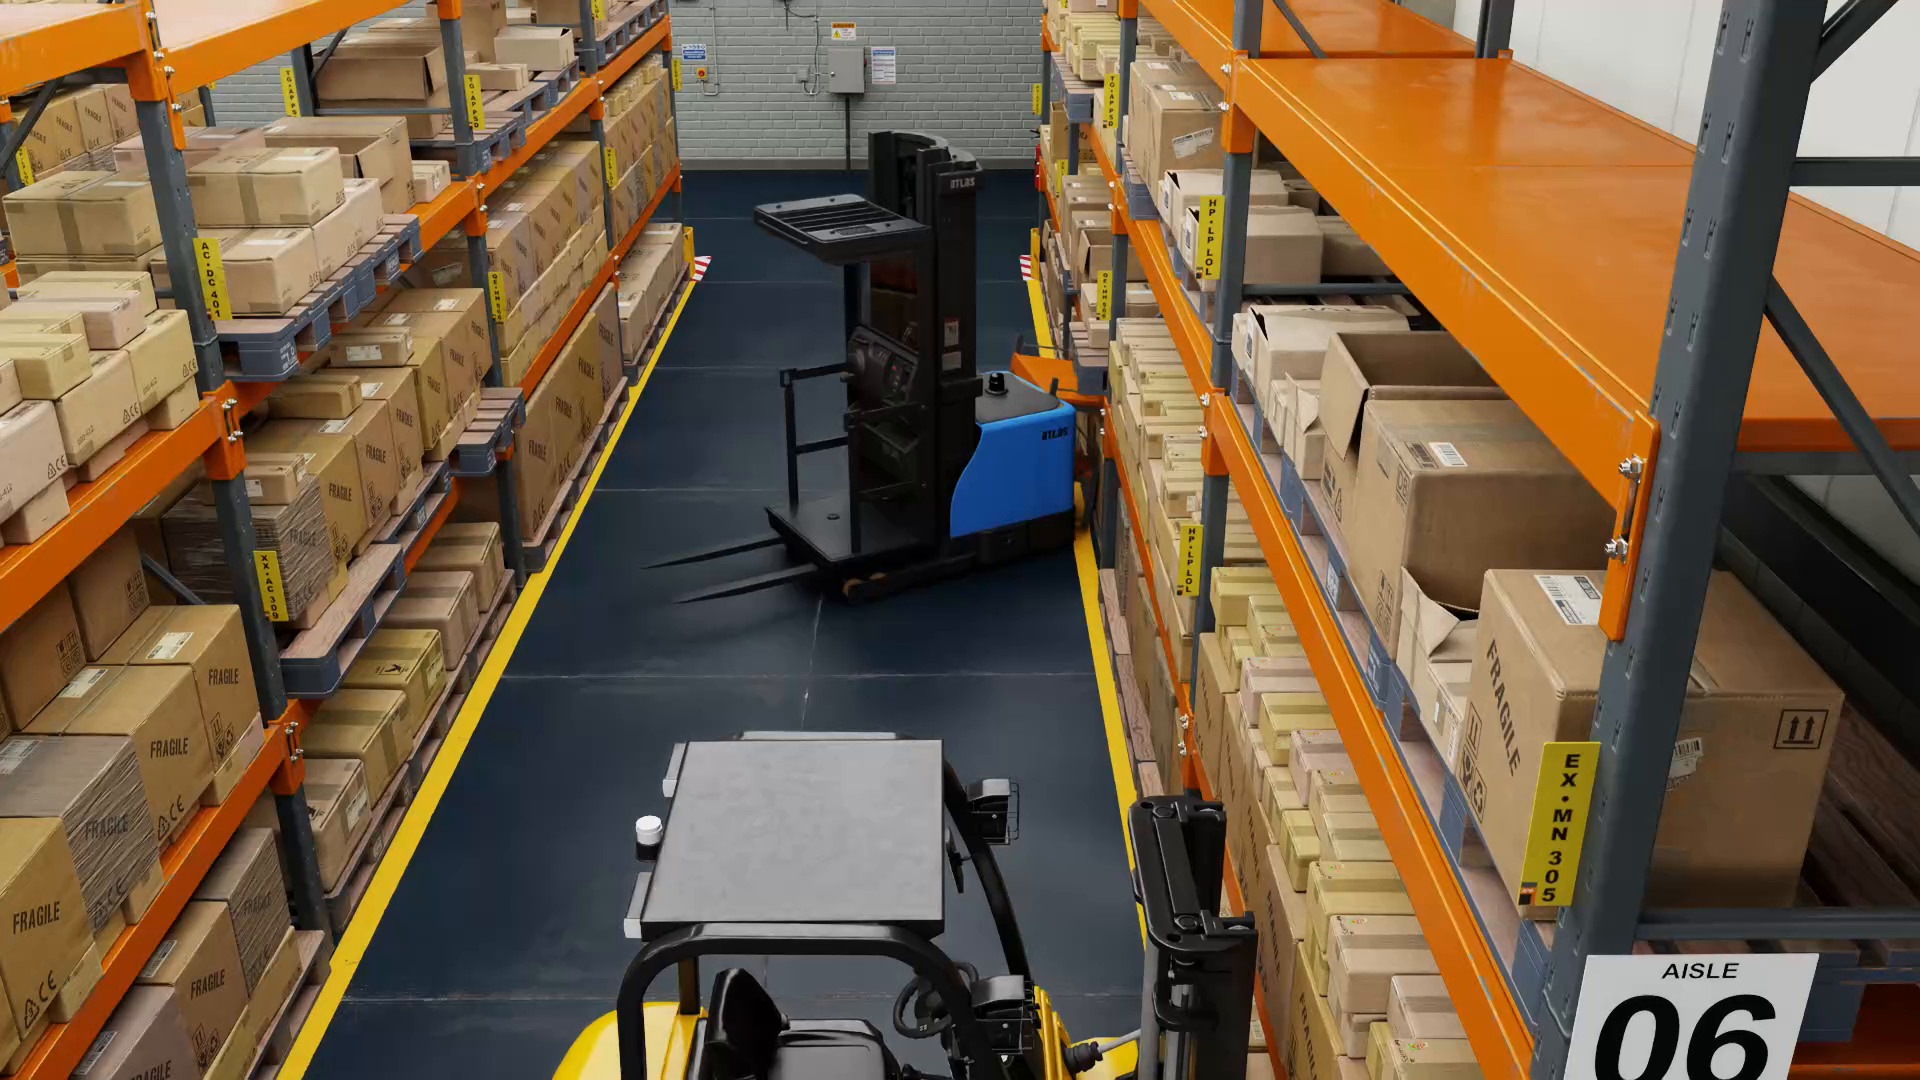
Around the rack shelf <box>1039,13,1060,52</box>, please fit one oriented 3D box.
[{"bbox_3d":[1.403,-4.588,15.871,1.077,0.370,4.000,0,24,-1],"label":"rack shelf"}]

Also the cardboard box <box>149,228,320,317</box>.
[{"bbox_3d":[-3.057,-1.137,7.039,0.500,0.250,0.500,-1,24,-2],"label":"cardboard box"}]

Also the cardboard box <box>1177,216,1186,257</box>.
[{"bbox_3d":[1.196,-1.369,7.555,0.380,0.149,0.250,0,24,-1],"label":"cardboard box"}]

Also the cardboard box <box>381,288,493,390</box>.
[{"bbox_3d":[-3.212,-1.239,10.241,0.500,0.500,0.500,-1,24,-2],"label":"cardboard box"}]

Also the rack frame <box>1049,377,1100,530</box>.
[{"bbox_3d":[0.791,-0.610,11.965,0.500,1.125,0.032,5,23,-16],"label":"rack frame"}]

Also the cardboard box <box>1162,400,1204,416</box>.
[{"bbox_3d":[1.302,-0.647,9.014,0.380,0.149,0.250,0,24,-1],"label":"cardboard box"}]

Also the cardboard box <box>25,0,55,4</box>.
[{"bbox_3d":[-8.253,-4.568,14.529,0.500,0.250,0.500,0,24,-1],"label":"cardboard box"}]

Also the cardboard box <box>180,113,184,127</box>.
[{"bbox_3d":[-8.268,-4.070,17.011,0.500,0.500,0.500,-1,24,-1],"label":"cardboard box"}]

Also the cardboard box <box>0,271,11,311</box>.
[{"bbox_3d":[-3.774,-0.889,6.156,0.380,0.149,0.250,-1,24,-1],"label":"cardboard box"}]

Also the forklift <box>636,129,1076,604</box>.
[{"bbox_3d":[-0.708,-1.156,11.133,3.031,2.935,1.130,-13,28,-27],"label":"forklift"}]

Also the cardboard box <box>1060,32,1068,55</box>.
[{"bbox_3d":[0.998,-3.982,13.332,0.380,0.149,0.250,0,24,0],"label":"cardboard box"}]

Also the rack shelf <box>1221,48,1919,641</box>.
[{"bbox_3d":[1.534,-0.828,4.402,1.077,0.370,4.000,0,24,-1],"label":"rack shelf"}]

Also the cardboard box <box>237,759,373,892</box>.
[{"bbox_3d":[-3.459,1.385,8.110,0.950,0.372,0.625,0,24,0],"label":"cardboard box"}]

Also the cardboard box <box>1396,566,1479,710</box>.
[{"bbox_3d":[1.240,0.233,3.871,0.396,0.266,0.258,0,24,0],"label":"cardboard box"}]

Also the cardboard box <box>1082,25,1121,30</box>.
[{"bbox_3d":[1.115,-3.799,12.567,0.380,0.149,0.250,0,24,0],"label":"cardboard box"}]

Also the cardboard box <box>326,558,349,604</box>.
[{"bbox_3d":[-3.135,0.186,7.876,0.380,0.149,0.250,0,24,1],"label":"cardboard box"}]

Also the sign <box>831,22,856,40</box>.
[{"bbox_3d":[-1.622,-7.083,23.153,0.339,0.242,0.001,0,24,-1],"label":"sign"}]

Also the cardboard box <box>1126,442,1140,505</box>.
[{"bbox_3d":[1.242,-0.405,9.571,0.500,0.250,0.500,-1,24,-2],"label":"cardboard box"}]

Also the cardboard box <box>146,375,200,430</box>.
[{"bbox_3d":[-3.142,-0.528,6.326,0.380,0.149,0.250,0,24,0],"label":"cardboard box"}]

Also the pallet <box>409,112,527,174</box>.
[{"bbox_3d":[-3.555,-2.599,10.828,1.213,0.211,1.003,1,24,2],"label":"pallet"}]

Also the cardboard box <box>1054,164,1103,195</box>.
[{"bbox_3d":[1.163,-3.413,15.860,0.500,0.250,0.500,0,24,-1],"label":"cardboard box"}]

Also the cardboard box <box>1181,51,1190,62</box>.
[{"bbox_3d":[1.721,-3.265,11.410,0.380,0.149,0.250,0,24,-1],"label":"cardboard box"}]

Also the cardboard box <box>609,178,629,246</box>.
[{"bbox_3d":[-3.282,-2.941,14.875,0.500,0.500,0.500,1,24,1],"label":"cardboard box"}]

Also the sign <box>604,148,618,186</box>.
[{"bbox_3d":[-2.996,-3.199,14.258,0.100,0.325,0.005,0,24,-1],"label":"sign"}]

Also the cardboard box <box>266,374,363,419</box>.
[{"bbox_3d":[-3.218,-0.715,8.295,0.380,0.149,0.250,1,24,2],"label":"cardboard box"}]

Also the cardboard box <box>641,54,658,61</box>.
[{"bbox_3d":[-3.378,-4.999,17.425,0.380,0.149,0.250,0,24,0],"label":"cardboard box"}]

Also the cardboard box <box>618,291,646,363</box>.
[{"bbox_3d":[-3.438,-1.984,15.480,0.875,0.438,0.875,-1,24,-1],"label":"cardboard box"}]

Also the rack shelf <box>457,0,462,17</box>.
[{"bbox_3d":[-3.517,-4.100,11.638,1.077,0.370,4.000,0,24,-1],"label":"rack shelf"}]

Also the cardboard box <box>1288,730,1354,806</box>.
[{"bbox_3d":[1.312,0.758,5.548,0.380,0.149,0.250,0,24,-1],"label":"cardboard box"}]

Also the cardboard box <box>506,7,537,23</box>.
[{"bbox_3d":[-3.865,-4.505,14.347,0.396,0.266,0.258,1,24,1],"label":"cardboard box"}]

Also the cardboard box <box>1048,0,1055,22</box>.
[{"bbox_3d":[1.132,-5.203,16.178,0.500,0.250,0.500,-1,24,-2],"label":"cardboard box"}]

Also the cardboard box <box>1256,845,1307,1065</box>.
[{"bbox_3d":[1.269,1.341,5.408,0.500,0.500,0.500,0,24,0],"label":"cardboard box"}]

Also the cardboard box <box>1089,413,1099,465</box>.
[{"bbox_3d":[1.246,-0.724,12.618,0.500,0.500,0.500,1,24,2],"label":"cardboard box"}]

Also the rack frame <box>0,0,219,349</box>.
[{"bbox_3d":[-3.451,-2.138,5.941,1.000,3.000,0.127,0,24,-1],"label":"rack frame"}]

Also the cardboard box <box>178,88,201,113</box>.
[{"bbox_3d":[-8.277,-4.735,17.266,0.500,0.500,0.500,-1,24,-2],"label":"cardboard box"}]

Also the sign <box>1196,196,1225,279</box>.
[{"bbox_3d":[0.970,-1.168,6.426,0.100,0.325,0.005,0,24,-1],"label":"sign"}]

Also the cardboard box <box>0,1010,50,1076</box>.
[{"bbox_3d":[-3.172,1.575,5.316,0.380,0.149,0.250,-1,24,-2],"label":"cardboard box"}]

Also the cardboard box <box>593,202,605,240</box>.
[{"bbox_3d":[-3.291,-2.680,13.994,0.500,0.250,0.500,0,24,-1],"label":"cardboard box"}]

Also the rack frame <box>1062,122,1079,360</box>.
[{"bbox_3d":[1.425,-2.725,14.518,1.000,3.000,0.127,0,24,-1],"label":"rack frame"}]

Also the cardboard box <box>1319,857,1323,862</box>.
[{"bbox_3d":[1.321,1.105,5.141,0.380,0.149,0.250,0,24,-1],"label":"cardboard box"}]

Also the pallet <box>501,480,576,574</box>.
[{"bbox_3d":[-3.428,-0.107,12.115,1.003,0.211,1.213,0,24,-1],"label":"pallet"}]

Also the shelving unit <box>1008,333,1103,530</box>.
[{"bbox_3d":[0.683,-0.819,12.416,0.538,1.125,1.048,5,23,-16],"label":"shelving unit"}]

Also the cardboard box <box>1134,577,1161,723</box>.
[{"bbox_3d":[1.484,0.618,9.500,0.875,0.625,0.625,-1,24,-3],"label":"cardboard box"}]

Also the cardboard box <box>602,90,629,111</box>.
[{"bbox_3d":[-3.262,-4.052,15.331,0.380,0.149,0.250,-1,24,-2],"label":"cardboard box"}]

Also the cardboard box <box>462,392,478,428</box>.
[{"bbox_3d":[-3.133,-0.782,10.017,0.380,0.149,0.250,0,24,-1],"label":"cardboard box"}]

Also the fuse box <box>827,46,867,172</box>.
[{"bbox_3d":[-1.565,-6.035,23.401,0.539,1.711,0.414,0,24,-1],"label":"fuse box"}]

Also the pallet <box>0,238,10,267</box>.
[{"bbox_3d":[-8.624,-2.234,13.666,1.003,0.211,1.213,0,24,-1],"label":"pallet"}]

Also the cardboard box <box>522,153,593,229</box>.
[{"bbox_3d":[-3.269,-2.806,13.363,0.500,0.500,0.500,0,24,0],"label":"cardboard box"}]

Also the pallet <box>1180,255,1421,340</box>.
[{"bbox_3d":[1.490,-1.071,7.454,0.805,0.209,1.217,-1,24,-3],"label":"pallet"}]

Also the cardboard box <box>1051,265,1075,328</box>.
[{"bbox_3d":[1.275,-2.393,16.308,0.700,0.500,0.500,-1,24,-3],"label":"cardboard box"}]

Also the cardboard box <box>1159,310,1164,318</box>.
[{"bbox_3d":[1.619,-1.526,11.237,0.500,0.500,0.500,1,24,2],"label":"cardboard box"}]

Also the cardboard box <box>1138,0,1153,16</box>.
[{"bbox_3d":[1.533,-4.304,13.179,0.396,0.266,0.258,0,24,-1],"label":"cardboard box"}]

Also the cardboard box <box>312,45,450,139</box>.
[{"bbox_3d":[-3.650,-2.813,10.437,0.797,0.503,0.637,-2,24,-4],"label":"cardboard box"}]

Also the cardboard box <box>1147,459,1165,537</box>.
[{"bbox_3d":[1.239,-0.212,8.537,0.500,0.250,0.500,0,24,0],"label":"cardboard box"}]
